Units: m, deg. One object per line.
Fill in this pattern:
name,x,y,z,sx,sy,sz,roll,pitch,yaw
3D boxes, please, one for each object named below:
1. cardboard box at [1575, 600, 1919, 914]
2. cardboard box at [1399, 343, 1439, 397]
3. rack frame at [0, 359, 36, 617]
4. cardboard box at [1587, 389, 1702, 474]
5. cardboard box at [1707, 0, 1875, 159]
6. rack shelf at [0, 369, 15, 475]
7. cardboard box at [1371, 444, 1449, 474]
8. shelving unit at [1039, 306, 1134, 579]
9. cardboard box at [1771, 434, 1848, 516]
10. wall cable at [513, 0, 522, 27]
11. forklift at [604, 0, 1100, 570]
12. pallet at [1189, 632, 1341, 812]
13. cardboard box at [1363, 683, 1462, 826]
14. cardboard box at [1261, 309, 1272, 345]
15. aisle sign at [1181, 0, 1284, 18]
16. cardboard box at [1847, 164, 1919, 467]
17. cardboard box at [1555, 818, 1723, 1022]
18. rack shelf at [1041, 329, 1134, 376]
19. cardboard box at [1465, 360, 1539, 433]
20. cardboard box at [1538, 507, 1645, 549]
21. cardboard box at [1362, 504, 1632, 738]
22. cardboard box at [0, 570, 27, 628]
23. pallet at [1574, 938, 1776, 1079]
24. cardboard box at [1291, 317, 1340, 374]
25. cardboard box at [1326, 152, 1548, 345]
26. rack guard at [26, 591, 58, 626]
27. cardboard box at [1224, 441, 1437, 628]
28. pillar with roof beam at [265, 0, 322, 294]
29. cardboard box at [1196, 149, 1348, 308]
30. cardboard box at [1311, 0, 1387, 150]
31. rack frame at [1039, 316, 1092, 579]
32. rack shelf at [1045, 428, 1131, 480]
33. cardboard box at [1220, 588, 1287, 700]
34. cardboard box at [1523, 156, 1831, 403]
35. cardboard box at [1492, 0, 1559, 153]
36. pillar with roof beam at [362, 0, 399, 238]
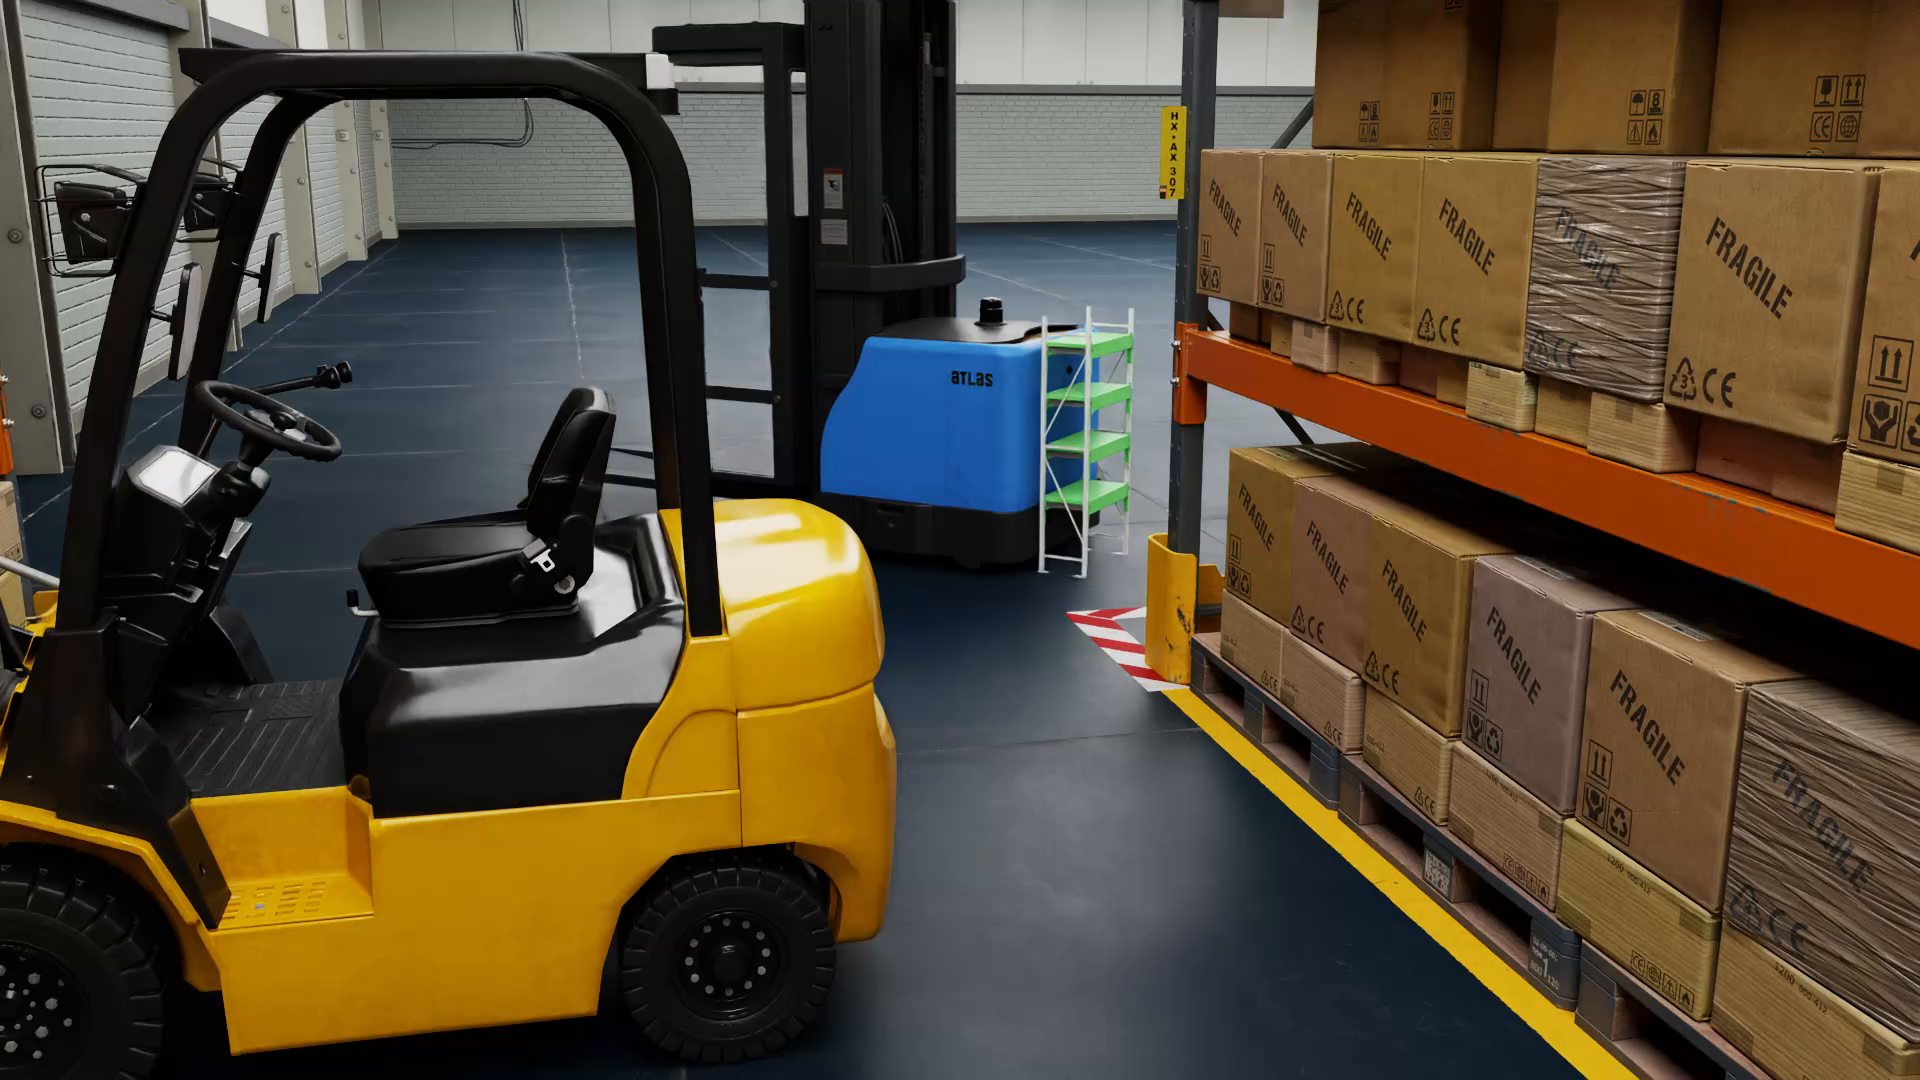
cardboard box,1.716,0.448,3.601,0.500,0.500,0.500,-3,14,-12
cardboard box,1.461,-0.492,4.649,0.380,0.149,0.250,-3,14,-11
rack frame,-3.527,-0.726,5.078,1.000,3.000,0.127,-3,14,-13
cardboard box,1.623,-0.250,3.659,0.380,0.149,0.250,-3,14,-14
cardboard box,2.154,-1.109,3.703,0.700,0.500,0.500,-4,14,-14
rack shelf,-3.057,0.085,3.275,1.077,0.370,4.000,-3,14,-13
cardboard box,1.739,-0.066,5.704,0.500,0.500,0.500,-3,14,-13
shelving unit,0.595,-0.470,7.822,0.258,1.200,0.503,7,16,27
cardboard box,1.814,-0.137,3.199,0.380,0.149,0.250,-3,14,-13
wall cable,-8.062,-12.199,35.300,3.097,2.526,0.112,-3,14,-13
forklift,-0.833,-1.514,8.447,3.031,2.935,1.130,7,16,27
pallet,1.472,0.558,5.698,1.003,0.211,1.213,-3,14,-13
cardboard box,1.471,0.573,4.669,0.500,0.250,0.500,-2,14,-9
cardboard box,1.249,-0.734,5.640,0.380,0.149,0.250,-3,14,-12
aisle sign,0.982,-2.263,5.893,0.394,0.787,0.004,-3,14,-13
cardboard box,1.891,-0.362,2.752,0.500,0.500,0.500,-4,14,-15
cardboard box,1.702,0.807,3.711,0.500,0.250,0.500,-4,14,-15
rack shelf,0.595,-0.874,7.723,0.258,0.148,0.480,7,16,27
cardboard box,1.497,-0.368,4.142,0.380,0.149,0.250,-3,14,-13
cardboard box,1.977,0.171,4.734,0.500,0.500,0.500,-4,14,-15
cardboard box,1.461,0.208,4.586,0.500,0.500,0.500,-3,14,-12
cardboard box,-3.108,0.258,4.907,0.500,0.250,0.500,-3,14,-14
pallet,2.045,1.121,3.394,1.003,0.211,1.213,-3,14,-13
cardboard box,1.248,-0.607,5.121,0.380,0.149,0.250,-3,14,-12
cardboard box,1.385,-0.835,4.687,0.500,0.500,0.500,-4,14,-14
rack guard,-3.532,0.483,5.397,1.175,0.500,0.348,-3,14,-13
cardboard box,1.224,-0.029,5.554,0.500,0.500,0.500,-4,14,-15
pillar with roof beam,-4.282,-7.822,21.481,9.100,9.000,0.400,-3,14,-13
cardboard box,1.139,-1.072,5.656,0.500,0.500,0.500,-4,14,-14
cardboard box,1.630,-1.576,5.615,0.700,0.500,0.500,-4,14,-15
rack frame,0.480,-0.419,7.613,0.240,1.200,0.015,7,16,27
rack shelf,0.595,-0.408,7.837,0.258,0.148,0.480,7,16,27
cardboard box,1.218,0.330,5.665,0.500,0.250,0.500,-3,14,-14
cardboard box,1.637,-0.600,3.726,0.500,0.500,0.500,-3,14,-12
cardboard box,1.961,-1.347,4.678,0.700,0.500,0.500,-3,14,-14
pillar with roof beam,-7.100,-10.590,32.813,9.100,9.000,0.400,-3,14,-13
